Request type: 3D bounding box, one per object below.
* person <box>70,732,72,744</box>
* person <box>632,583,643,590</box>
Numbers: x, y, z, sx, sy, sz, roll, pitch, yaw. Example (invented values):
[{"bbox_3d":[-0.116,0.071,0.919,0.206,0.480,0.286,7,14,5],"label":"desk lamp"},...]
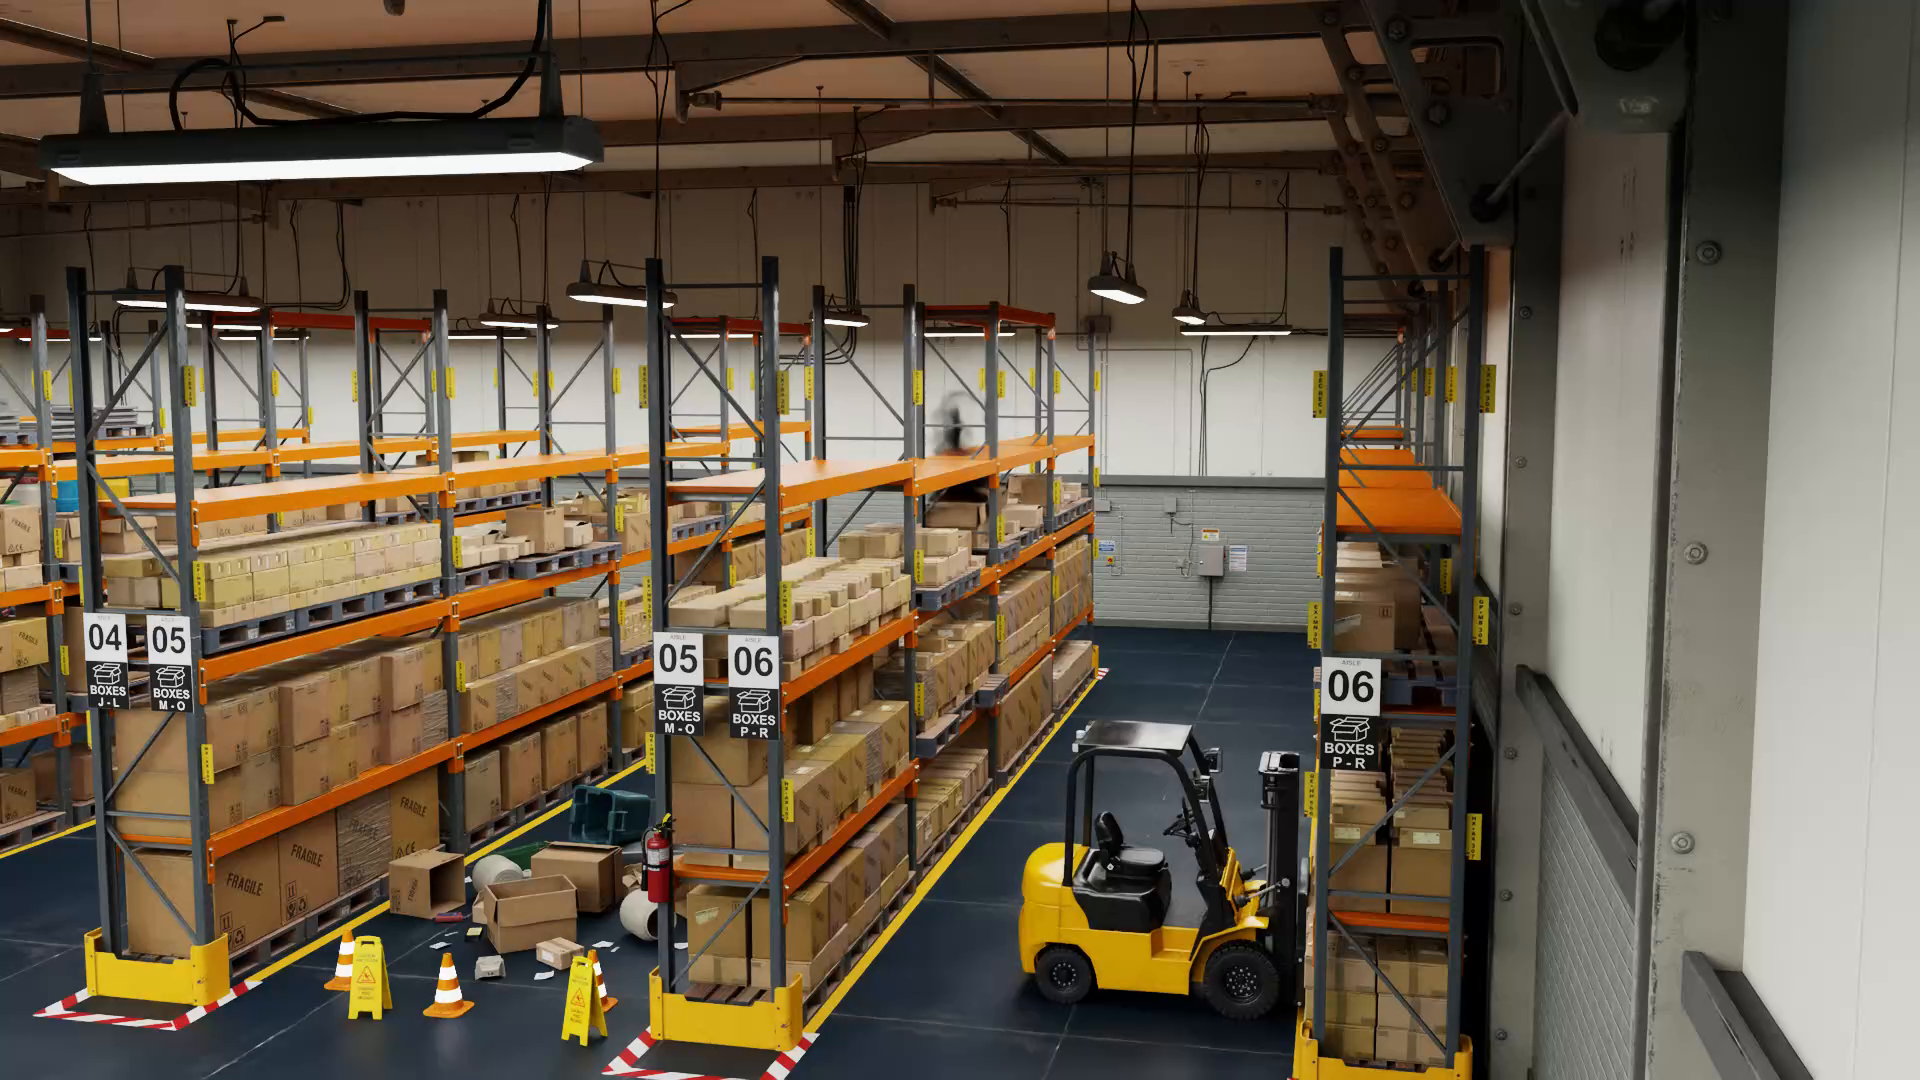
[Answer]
[{"bbox_3d":[-12.050,2.057,22.247,0.686,1.733,0.599,0,6,-3],"label":"person"},{"bbox_3d":[-5.268,1.551,27.573,0.584,1.708,0.867,2,6,19],"label":"person"}]
